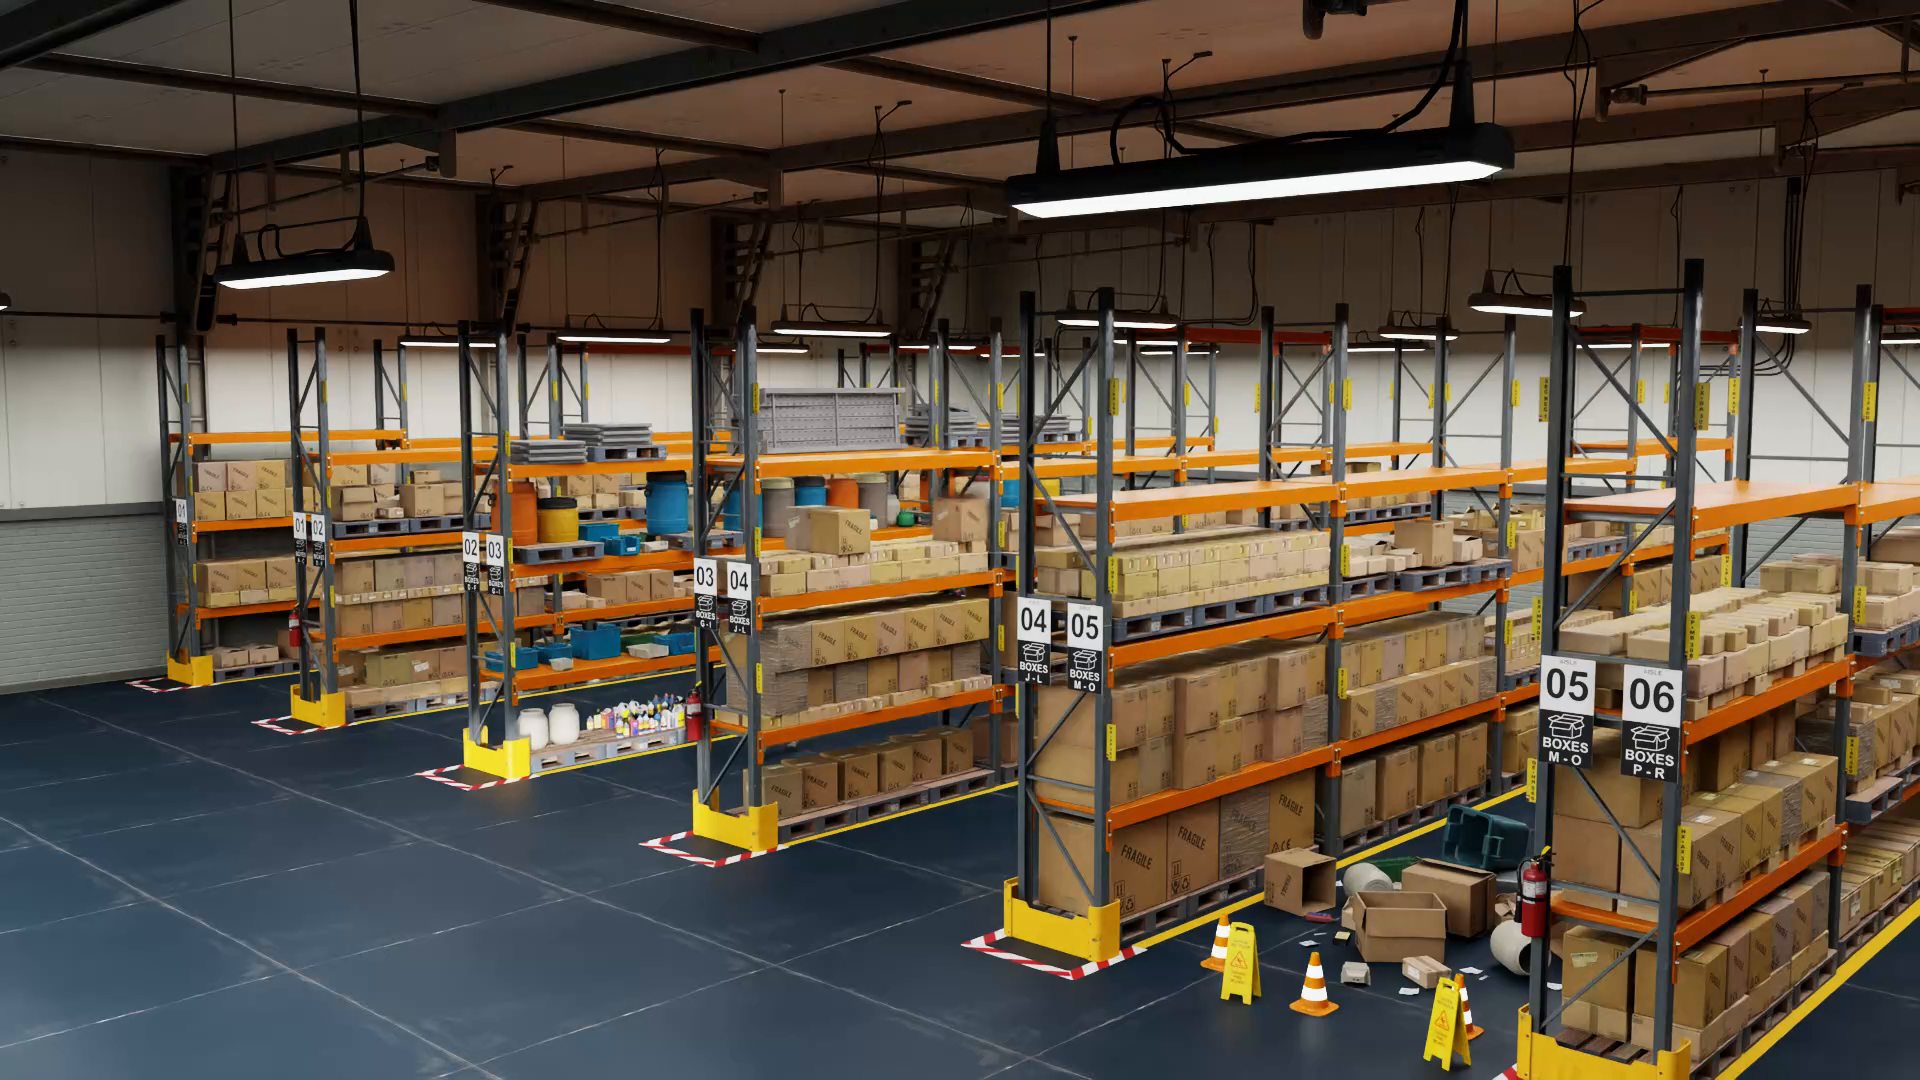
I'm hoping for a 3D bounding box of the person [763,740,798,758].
[{"bbox_3d":[-2.574,2.168,23.033,0.510,1.627,1.079,2,6,18],"label":"person"}]

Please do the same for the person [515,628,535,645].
[{"bbox_3d":[-8.114,1.470,30.711,0.448,1.597,0.863,4,7,40],"label":"person"}]
